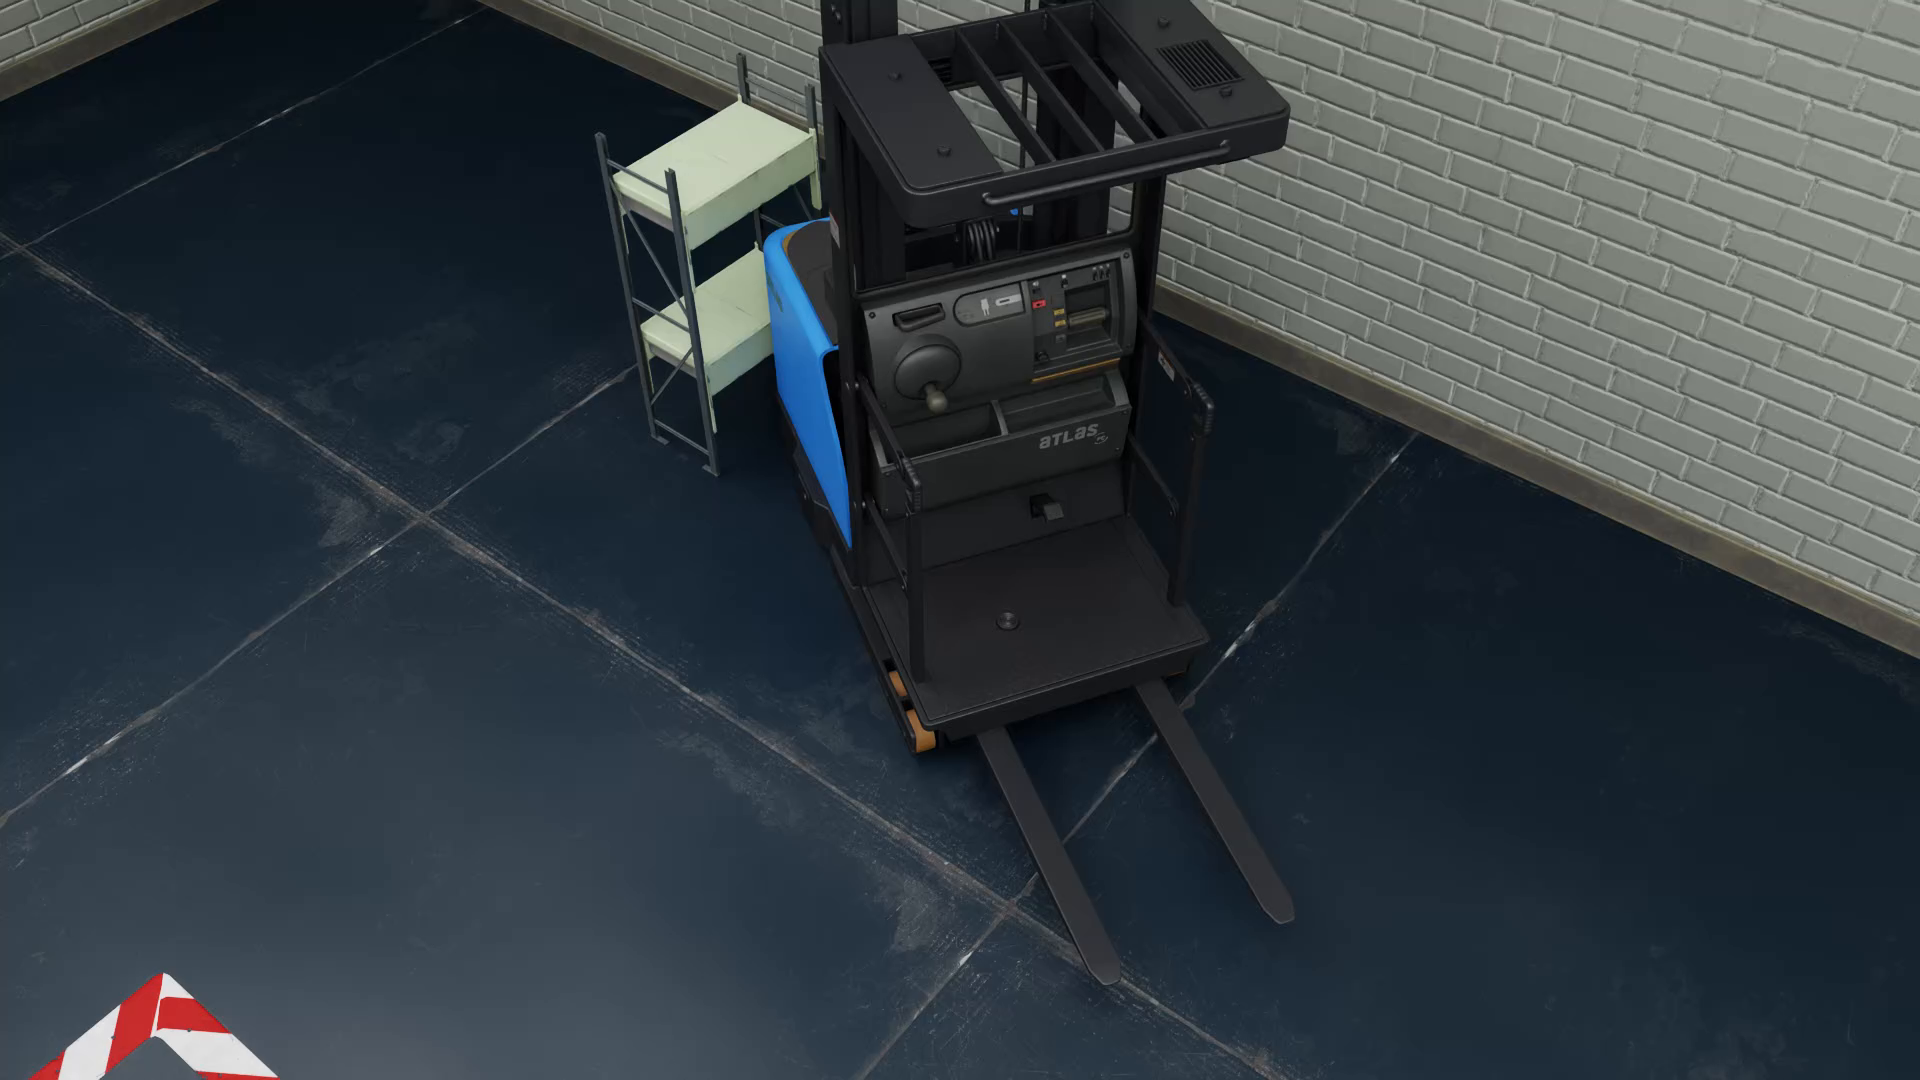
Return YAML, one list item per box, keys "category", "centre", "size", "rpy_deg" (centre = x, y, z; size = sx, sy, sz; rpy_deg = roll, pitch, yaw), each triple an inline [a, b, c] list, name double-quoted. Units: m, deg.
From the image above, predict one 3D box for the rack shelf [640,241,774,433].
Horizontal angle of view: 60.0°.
- category: "rack shelf"
  centre: [-0.940, -0.859, 6.982]
  size: [0.431, 0.370, 0.720]
  rpy_deg: [30, 53, 26]

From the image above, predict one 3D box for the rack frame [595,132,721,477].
- category: "rack frame"
  centre: [-1.173, -0.881, 6.552]
  size: [0.400, 1.500, 0.023]
  rpy_deg: [30, 53, 26]

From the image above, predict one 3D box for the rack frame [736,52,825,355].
- category: "rack frame"
  centre: [-0.710, -1.290, 6.943]
  size: [0.400, 1.500, 0.023]
  rpy_deg: [30, 53, 26]

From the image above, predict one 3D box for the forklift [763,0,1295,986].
- category: "forklift"
  centre: [0.220, -0.591, 5.288]
  size: [1.130, 2.935, 3.031]
  rpy_deg: [-15, 48, -14]

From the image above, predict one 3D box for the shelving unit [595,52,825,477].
- category: "shelving unit"
  centre: [-0.942, -1.086, 6.748]
  size: [0.431, 1.500, 0.755]
  rpy_deg: [30, 53, 26]

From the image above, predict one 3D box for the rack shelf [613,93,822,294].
- category: "rack shelf"
  centre: [-0.944, -1.356, 6.467]
  size: [0.431, 0.370, 0.720]
  rpy_deg: [30, 53, 26]
